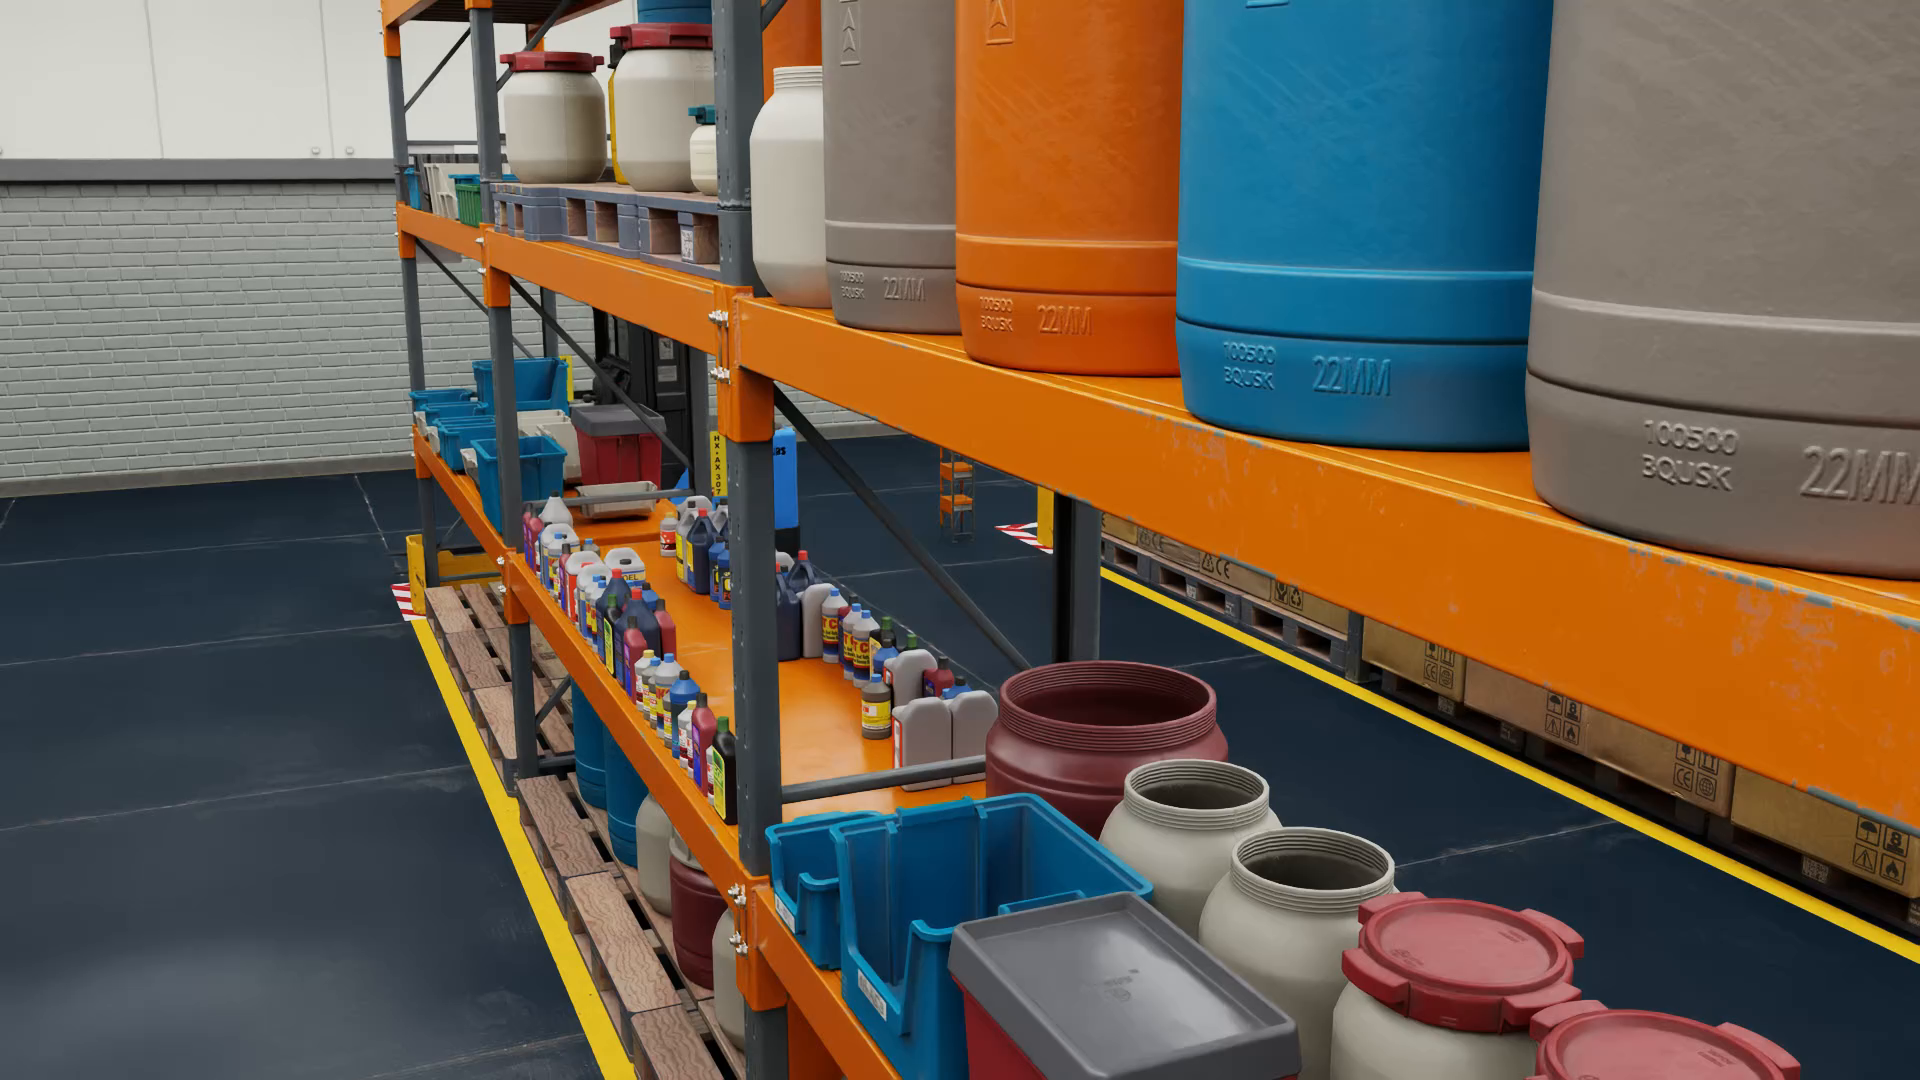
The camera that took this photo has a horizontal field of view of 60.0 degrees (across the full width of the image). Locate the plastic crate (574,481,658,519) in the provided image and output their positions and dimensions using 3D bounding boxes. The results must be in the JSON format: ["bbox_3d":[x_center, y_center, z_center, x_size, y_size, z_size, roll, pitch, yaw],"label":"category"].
[{"bbox_3d":[-1.758,-0.202,8.540,0.396,0.136,0.243,-6,14,-23],"label":"plastic crate"}]

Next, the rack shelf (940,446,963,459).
[{"bbox_3d":[-0.021,-0.789,13.738,0.215,0.259,0.240,-6,14,-23],"label":"rack shelf"}]

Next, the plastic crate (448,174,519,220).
[{"bbox_3d":[-2.360,-1.731,8.415,0.416,0.233,0.300,-6,14,-23],"label":"plastic crate"}]

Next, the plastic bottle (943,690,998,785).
[{"bbox_3d":[0.023,0.577,5.002,0.152,0.276,0.135,-6,14,-23],"label":"plastic bottle"}]

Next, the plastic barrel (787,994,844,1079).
[{"bbox_3d":[-0.312,1.388,5.103,0.600,0.830,0.708,-6,14,-23],"label":"plastic barrel"}]

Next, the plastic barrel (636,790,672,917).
[{"bbox_3d":[-1.072,1.201,6.616,0.421,0.512,0.421,0,13,0],"label":"plastic barrel"}]

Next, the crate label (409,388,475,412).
[{"bbox_3d":[-3.507,-0.885,11.280,0.416,0.233,0.303,-6,14,-23],"label":"crate label"}]

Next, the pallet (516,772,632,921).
[{"bbox_3d":[-1.431,1.330,7.655,1.003,0.211,1.213,-6,14,-23],"label":"pallet"}]

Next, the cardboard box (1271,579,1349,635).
[{"bbox_3d":[2.645,0.048,10.791,0.875,0.875,0.875,-6,14,-23],"label":"cardboard box"}]

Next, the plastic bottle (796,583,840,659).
[{"bbox_3d":[-0.533,0.290,6.240,0.152,0.276,0.135,-6,14,-23],"label":"plastic bottle"}]

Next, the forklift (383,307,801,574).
[{"bbox_3d":[-2.808,-1.188,12.503,3.031,2.935,1.130,-6,14,-25],"label":"forklift"}]

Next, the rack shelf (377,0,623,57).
[{"bbox_3d":[-2.504,-2.982,9.281,1.077,0.370,4.000,-6,14,-23],"label":"rack shelf"}]

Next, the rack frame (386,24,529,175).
[{"bbox_3d":[-3.305,-3.941,10.940,1.000,3.000,0.127,-6,14,-23],"label":"rack frame"}]

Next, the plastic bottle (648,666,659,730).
[{"bbox_3d":[-0.970,0.513,5.443,0.097,0.201,0.097,0,13,0],"label":"plastic bottle"}]

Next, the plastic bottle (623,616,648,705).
[{"bbox_3d":[-1.111,0.410,5.703,0.061,0.283,0.133,-6,14,-23],"label":"plastic bottle"}]

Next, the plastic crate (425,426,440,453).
[{"bbox_3d":[-3.183,-0.624,10.366,0.250,0.136,0.298,-6,14,-23],"label":"plastic crate"}]

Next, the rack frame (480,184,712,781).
[{"bbox_3d":[-1.702,-0.192,8.046,1.000,3.000,0.127,-6,14,-23],"label":"rack frame"}]

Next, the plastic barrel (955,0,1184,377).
[{"bbox_3d":[0.292,-0.712,2.687,0.600,0.830,0.708,-6,14,-23],"label":"plastic barrel"}]

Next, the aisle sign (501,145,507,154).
[{"bbox_3d":[-3.065,-2.326,11.502,0.394,0.787,0.004,-6,14,-23],"label":"aisle sign"}]

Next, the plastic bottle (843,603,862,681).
[{"bbox_3d":[-0.369,0.361,5.941,0.097,0.271,0.097,0,13,0],"label":"plastic bottle"}]

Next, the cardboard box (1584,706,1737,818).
[{"bbox_3d":[3.831,0.689,8.023,1.225,0.875,0.875,-6,14,-23],"label":"cardboard box"}]

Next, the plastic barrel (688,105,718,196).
[{"bbox_3d":[-0.664,-1.172,5.005,0.301,0.262,0.301,0,13,0],"label":"plastic barrel"}]

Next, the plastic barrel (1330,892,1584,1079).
[{"bbox_3d":[0.853,0.936,2.870,0.433,0.535,0.433,0,13,0],"label":"plastic barrel"}]

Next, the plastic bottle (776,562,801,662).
[{"bbox_3d":[-0.679,0.262,6.196,0.144,0.351,0.185,-6,14,-23],"label":"plastic bottle"}]

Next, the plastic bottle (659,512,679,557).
[{"bbox_3d":[-1.355,-0.028,7.777,0.097,0.201,0.097,0,13,0],"label":"plastic bottle"}]

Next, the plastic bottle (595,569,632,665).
[{"bbox_3d":[-1.264,0.275,6.138,0.144,0.351,0.185,-6,14,-23],"label":"plastic bottle"}]

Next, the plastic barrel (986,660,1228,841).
[{"bbox_3d":[0.363,0.637,4.164,0.600,0.536,0.708,-6,14,-23],"label":"plastic barrel"}]

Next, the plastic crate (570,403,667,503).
[{"bbox_3d":[-1.830,-0.459,8.927,0.402,0.464,0.583,-6,14,-23],"label":"plastic crate"}]

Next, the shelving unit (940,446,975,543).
[{"bbox_3d":[-0.021,-0.523,13.799,0.215,1.050,0.252,-6,14,-23],"label":"shelving unit"}]

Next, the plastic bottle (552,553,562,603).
[{"bbox_3d":[-1.659,0.157,6.979,0.097,0.201,0.097,0,13,0],"label":"plastic bottle"}]

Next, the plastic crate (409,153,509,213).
[{"bbox_3d":[-2.945,-2.109,9.814,0.504,0.338,0.767,-6,14,-23],"label":"plastic crate"}]

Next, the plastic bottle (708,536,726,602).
[{"bbox_3d":[-1.007,0.118,6.993,0.097,0.271,0.097,0,13,0],"label":"plastic bottle"}]

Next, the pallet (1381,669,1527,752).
[{"bbox_3d":[3.214,0.872,9.634,1.003,0.211,1.213,-6,14,-23],"label":"pallet"}]

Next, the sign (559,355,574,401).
[{"bbox_3d":[-2.807,-1.151,11.827,0.100,0.325,0.005,-6,14,-23],"label":"sign"}]

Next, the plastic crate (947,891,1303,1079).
[{"bbox_3d":[0.267,0.965,2.906,0.402,0.464,0.583,-6,14,-23],"label":"plastic crate"}]

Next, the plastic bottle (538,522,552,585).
[{"bbox_3d":[-1.791,0.055,7.265,0.097,0.271,0.097,0,13,0],"label":"plastic bottle"}]

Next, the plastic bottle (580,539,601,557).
[{"bbox_3d":[-1.613,0.096,7.245,0.097,0.201,0.097,0,13,0],"label":"plastic bottle"}]

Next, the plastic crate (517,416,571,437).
[{"bbox_3d":[-2.709,-0.706,10.718,0.396,0.136,0.243,-6,14,-23],"label":"plastic crate"}]

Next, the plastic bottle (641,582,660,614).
[{"bbox_3d":[-1.171,0.294,6.233,0.097,0.271,0.097,0,13,0],"label":"plastic bottle"}]

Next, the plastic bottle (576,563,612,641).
[{"bbox_3d":[-1.402,0.238,6.464,0.152,0.276,0.135,-6,14,-23],"label":"plastic bottle"}]

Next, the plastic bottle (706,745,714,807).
[{"bbox_3d":[-0.682,0.661,4.802,0.097,0.201,0.097,0,13,0],"label":"plastic bottle"}]

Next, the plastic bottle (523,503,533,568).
[{"bbox_3d":[-1.946,-0.021,7.565,0.061,0.283,0.133,-6,14,-23],"label":"plastic bottle"}]

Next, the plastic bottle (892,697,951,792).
[{"bbox_3d":[-0.117,0.590,4.942,0.152,0.276,0.135,-6,14,-23],"label":"plastic bottle"}]

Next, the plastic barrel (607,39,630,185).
[{"bbox_3d":[-1.151,-1.779,6.903,0.600,0.588,0.600,0,13,0],"label":"plastic barrel"}]

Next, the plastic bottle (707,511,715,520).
[{"bbox_3d":[-1.102,-0.004,7.508,0.152,0.276,0.135,-6,14,-23],"label":"plastic bottle"}]

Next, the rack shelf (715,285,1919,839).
[{"bbox_3d":[0.701,-0.063,2.433,1.077,0.370,4.000,-6,14,-23],"label":"rack shelf"}]

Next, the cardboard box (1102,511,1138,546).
[{"bbox_3d":[1.563,-0.510,13.202,0.875,0.875,0.875,-6,14,-23],"label":"cardboard box"}]

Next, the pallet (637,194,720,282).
[{"bbox_3d":[-0.317,-0.902,4.879,1.003,0.211,1.213,-6,14,-23],"label":"pallet"}]

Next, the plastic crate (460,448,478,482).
[{"bbox_3d":[-2.675,-0.425,9.506,0.293,0.136,0.466,-6,14,-23],"label":"plastic crate"}]

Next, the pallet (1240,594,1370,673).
[{"bbox_3d":[2.603,0.555,11.003,1.003,0.211,1.213,-6,14,-23],"label":"pallet"}]

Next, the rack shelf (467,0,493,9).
[{"bbox_3d":[-0.901,-2.156,5.710,1.077,0.370,4.000,-6,14,-23],"label":"rack shelf"}]

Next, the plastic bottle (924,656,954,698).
[{"bbox_3d":[-0.067,0.501,5.312,0.061,0.283,0.133,-6,14,-23],"label":"plastic bottle"}]

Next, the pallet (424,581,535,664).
[{"bbox_3d":[-3.010,0.514,11.180,1.003,0.211,1.213,-6,14,-23],"label":"pallet"}]

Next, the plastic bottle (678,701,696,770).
[{"bbox_3d":[-0.814,0.593,5.095,0.097,0.201,0.097,0,13,0],"label":"plastic bottle"}]
